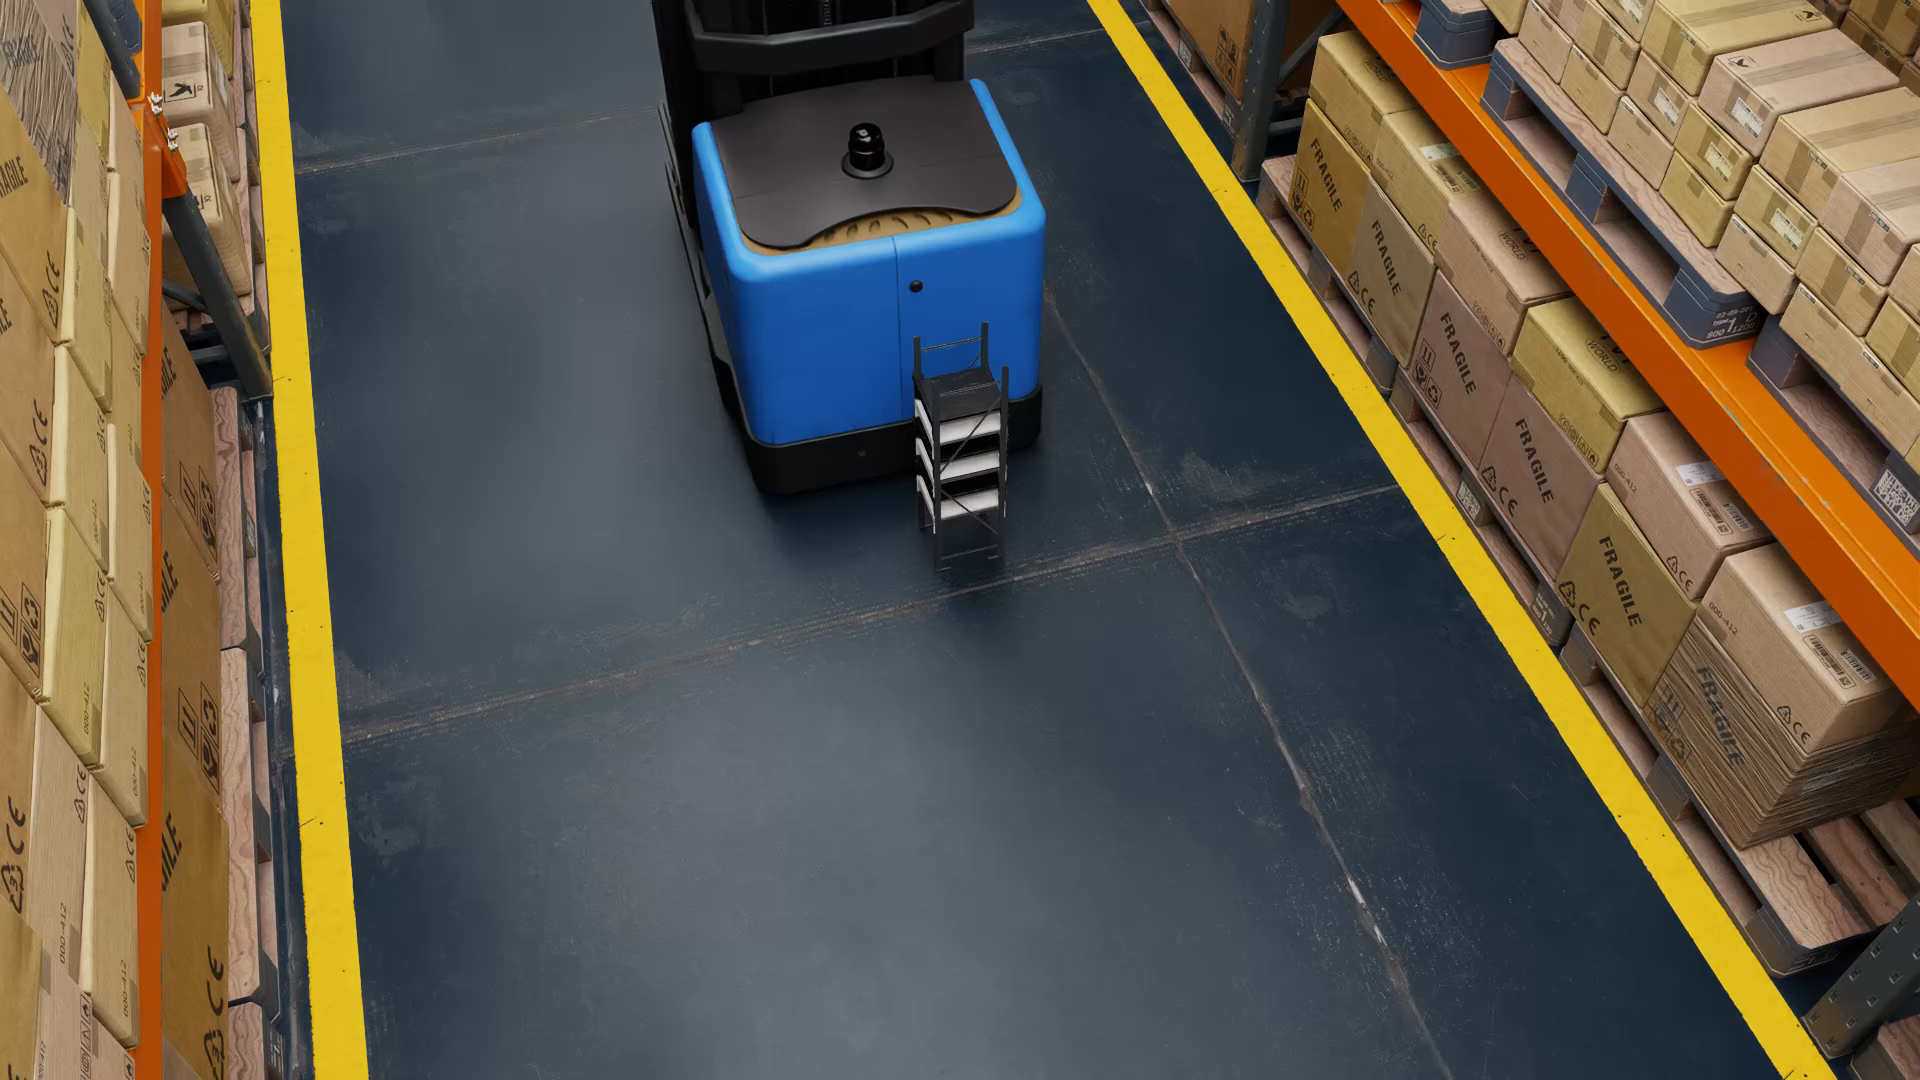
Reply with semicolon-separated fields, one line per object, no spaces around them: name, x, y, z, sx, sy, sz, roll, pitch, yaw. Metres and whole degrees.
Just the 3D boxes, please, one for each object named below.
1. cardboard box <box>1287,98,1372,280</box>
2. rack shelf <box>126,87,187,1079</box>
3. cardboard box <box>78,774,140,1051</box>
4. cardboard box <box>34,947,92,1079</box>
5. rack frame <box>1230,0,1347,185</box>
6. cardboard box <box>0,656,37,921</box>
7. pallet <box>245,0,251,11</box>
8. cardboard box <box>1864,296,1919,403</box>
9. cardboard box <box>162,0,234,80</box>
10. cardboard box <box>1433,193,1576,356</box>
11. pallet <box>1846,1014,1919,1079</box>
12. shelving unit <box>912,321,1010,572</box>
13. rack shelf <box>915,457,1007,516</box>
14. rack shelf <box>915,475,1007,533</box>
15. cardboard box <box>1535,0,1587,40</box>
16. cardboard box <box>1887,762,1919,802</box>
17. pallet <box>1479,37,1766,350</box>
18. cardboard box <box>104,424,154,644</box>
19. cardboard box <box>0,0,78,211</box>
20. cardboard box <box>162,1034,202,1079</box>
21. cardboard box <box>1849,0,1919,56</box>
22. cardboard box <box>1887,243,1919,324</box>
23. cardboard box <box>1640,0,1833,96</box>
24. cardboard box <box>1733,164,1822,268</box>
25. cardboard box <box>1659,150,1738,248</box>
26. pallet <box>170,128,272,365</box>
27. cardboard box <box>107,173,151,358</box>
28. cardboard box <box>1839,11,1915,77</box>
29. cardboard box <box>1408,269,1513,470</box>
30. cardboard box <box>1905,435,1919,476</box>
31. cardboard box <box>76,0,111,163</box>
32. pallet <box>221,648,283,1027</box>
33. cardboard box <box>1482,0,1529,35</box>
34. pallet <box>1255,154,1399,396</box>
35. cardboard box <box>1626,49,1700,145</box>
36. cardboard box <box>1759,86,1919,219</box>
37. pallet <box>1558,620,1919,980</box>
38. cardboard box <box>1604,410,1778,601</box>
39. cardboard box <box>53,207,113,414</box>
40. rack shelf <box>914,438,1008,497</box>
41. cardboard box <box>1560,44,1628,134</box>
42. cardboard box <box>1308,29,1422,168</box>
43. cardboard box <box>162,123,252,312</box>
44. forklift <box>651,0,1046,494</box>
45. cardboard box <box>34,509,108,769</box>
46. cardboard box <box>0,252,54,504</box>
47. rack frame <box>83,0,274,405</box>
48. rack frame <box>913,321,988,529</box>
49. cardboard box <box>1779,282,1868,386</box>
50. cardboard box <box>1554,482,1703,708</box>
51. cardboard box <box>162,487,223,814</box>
cardboard box;1.613;-1.376;6.309;0.500;0.500;0.500;-15;52;-13
rack shelf;-2.460;0.265;4.035;1.077;0.370;4.000;-13;51;-11
cardboard box;-1.901;0.783;3.226;0.500;0.250;0.500;-14;51;-12
cardboard box;-1.729;0.996;2.720;0.500;0.250;0.500;-15;51;-12
rack frame;1.647;-2.621;5.998;1.000;3.000;0.127;-13;51;-11
cardboard box;-1.901;0.387;2.742;0.500;0.500;0.500;-14;51;-11
pallet;-4.003;-2.882;8.042;1.003;0.211;1.213;-13;51;-11
cardboard box;2.374;-0.470;3.879;0.380;0.149;0.250;-11;51;-9
cardboard box;-3.654;-2.223;7.107;0.950;0.372;0.625;-12;51;-10
cardboard box;1.904;-0.899;5.416;0.500;0.250;0.500;-13;51;-11
pallet;3.063;1.682;4.194;1.003;0.211;1.213;-13;51;-11
shelving unit;0.002;-0.284;5.401;0.258;0.900;0.210;-13;51;-11
rack shelf;0.002;-0.205;5.495;0.258;0.077;0.200;-13;51;-11
rack shelf;0.002;-0.147;5.564;0.258;0.077;0.200;-13;51;-11
cardboard box;1.910;-1.615;4.844;0.380;0.149;0.250;-13;51;-11
cardboard box;2.865;0.371;4.835;0.500;0.500;0.500;-12;51;-10
pallet;2.272;-1.122;4.860;1.003;0.211;1.213;-13;51;-11
cardboard box;-2.176;0.038;3.854;0.500;0.250;0.500;-14;51;-12
cardboard box;-2.489;-1.091;3.988;0.500;0.500;0.500;-13;51;-10
cardboard box;-2.128;1.608;3.547;0.875;0.875;0.875;-12;51;-10
cardboard box;2.687;-1.477;4.534;0.380;0.149;0.250;-12;51;-10
cardboard box;2.370;-0.580;3.777;0.380;0.149;0.250;-15;51;-12
cardboard box;2.059;-1.343;4.421;0.380;0.149;0.250;-14;51;-11
cardboard box;2.213;-0.859;4.207;0.380;0.149;0.250;-16;52;-13
cardboard box;2.135;-0.950;4.478;0.380;0.149;0.250;-11;51;-9
pallet;-3.281;-1.100;6.539;1.003;0.211;1.213;-13;51;-11
cardboard box;-2.488;-0.699;4.476;0.500;0.250;0.500;-12;51;-10
cardboard box;2.688;-1.383;4.649;0.380;0.149;0.250;-14;51;-12
cardboard box;1.921;-0.636;5.684;0.500;0.500;0.500;-14;51;-12
cardboard box;2.446;-0.189;3.837;0.380;0.149;0.250;-13;51;-11
cardboard box;-2.666;-1.244;4.608;0.500;0.250;0.500;-13;51;-11
pallet;-2.533;0.953;4.808;1.003;0.211;1.213;-13;51;-11
cardboard box;1.827;-1.713;5.122;0.380;0.149;0.250;-11;51;-9
pallet;1.877;-1.151;6.582;1.003;0.211;1.213;-13;51;-11
cardboard box;2.064;-1.236;4.525;0.380;0.149;0.250;-12;51;-10
cardboard box;2.223;-0.952;4.091;0.380;0.149;0.250;-15;51;-12
pallet;2.598;0.631;5.080;1.003;0.211;1.213;-13;51;-11
cardboard box;2.229;-0.136;4.773;0.500;0.250;0.500;-11;51;-9
cardboard box;-2.340;-0.501;3.982;0.500;0.250;0.500;-15;51;-12
rack shelf;0.002;-0.263;5.426;0.258;0.077;0.200;-13;51;-11
cardboard box;1.981;-1.335;4.803;0.380;0.149;0.250;-13;51;-10
cardboard box;1.620;-1.634;6.035;0.500;0.250;0.500;-15;52;-13
cardboard box;-3.209;-1.131;6.186;0.950;0.372;0.625;-16;52;-13
forklift;-0.589;-2.260;5.739;1.130;2.935;3.031;-12;51;-10
cardboard box;-2.034;0.247;3.351;0.500;0.250;0.500;-13;51;-11
cardboard box;-2.206;-0.356;3.368;0.500;0.500;0.500;-14;51;-12
rack frame;-3.052;-1.428;4.992;1.000;3.000;0.127;-13;51;-11
rack frame;-0.028;-0.358;5.464;0.240;0.900;0.006;-13;51;-11
cardboard box;2.301;-0.554;4.145;0.380;0.149;0.250;-16;52;-13
cardboard box;2.219;0.113;5.053;0.500;0.500;0.500;-14;51;-12
cardboard box;-2.667;0.297;4.652;0.875;0.875;0.875;-13;51;-11
